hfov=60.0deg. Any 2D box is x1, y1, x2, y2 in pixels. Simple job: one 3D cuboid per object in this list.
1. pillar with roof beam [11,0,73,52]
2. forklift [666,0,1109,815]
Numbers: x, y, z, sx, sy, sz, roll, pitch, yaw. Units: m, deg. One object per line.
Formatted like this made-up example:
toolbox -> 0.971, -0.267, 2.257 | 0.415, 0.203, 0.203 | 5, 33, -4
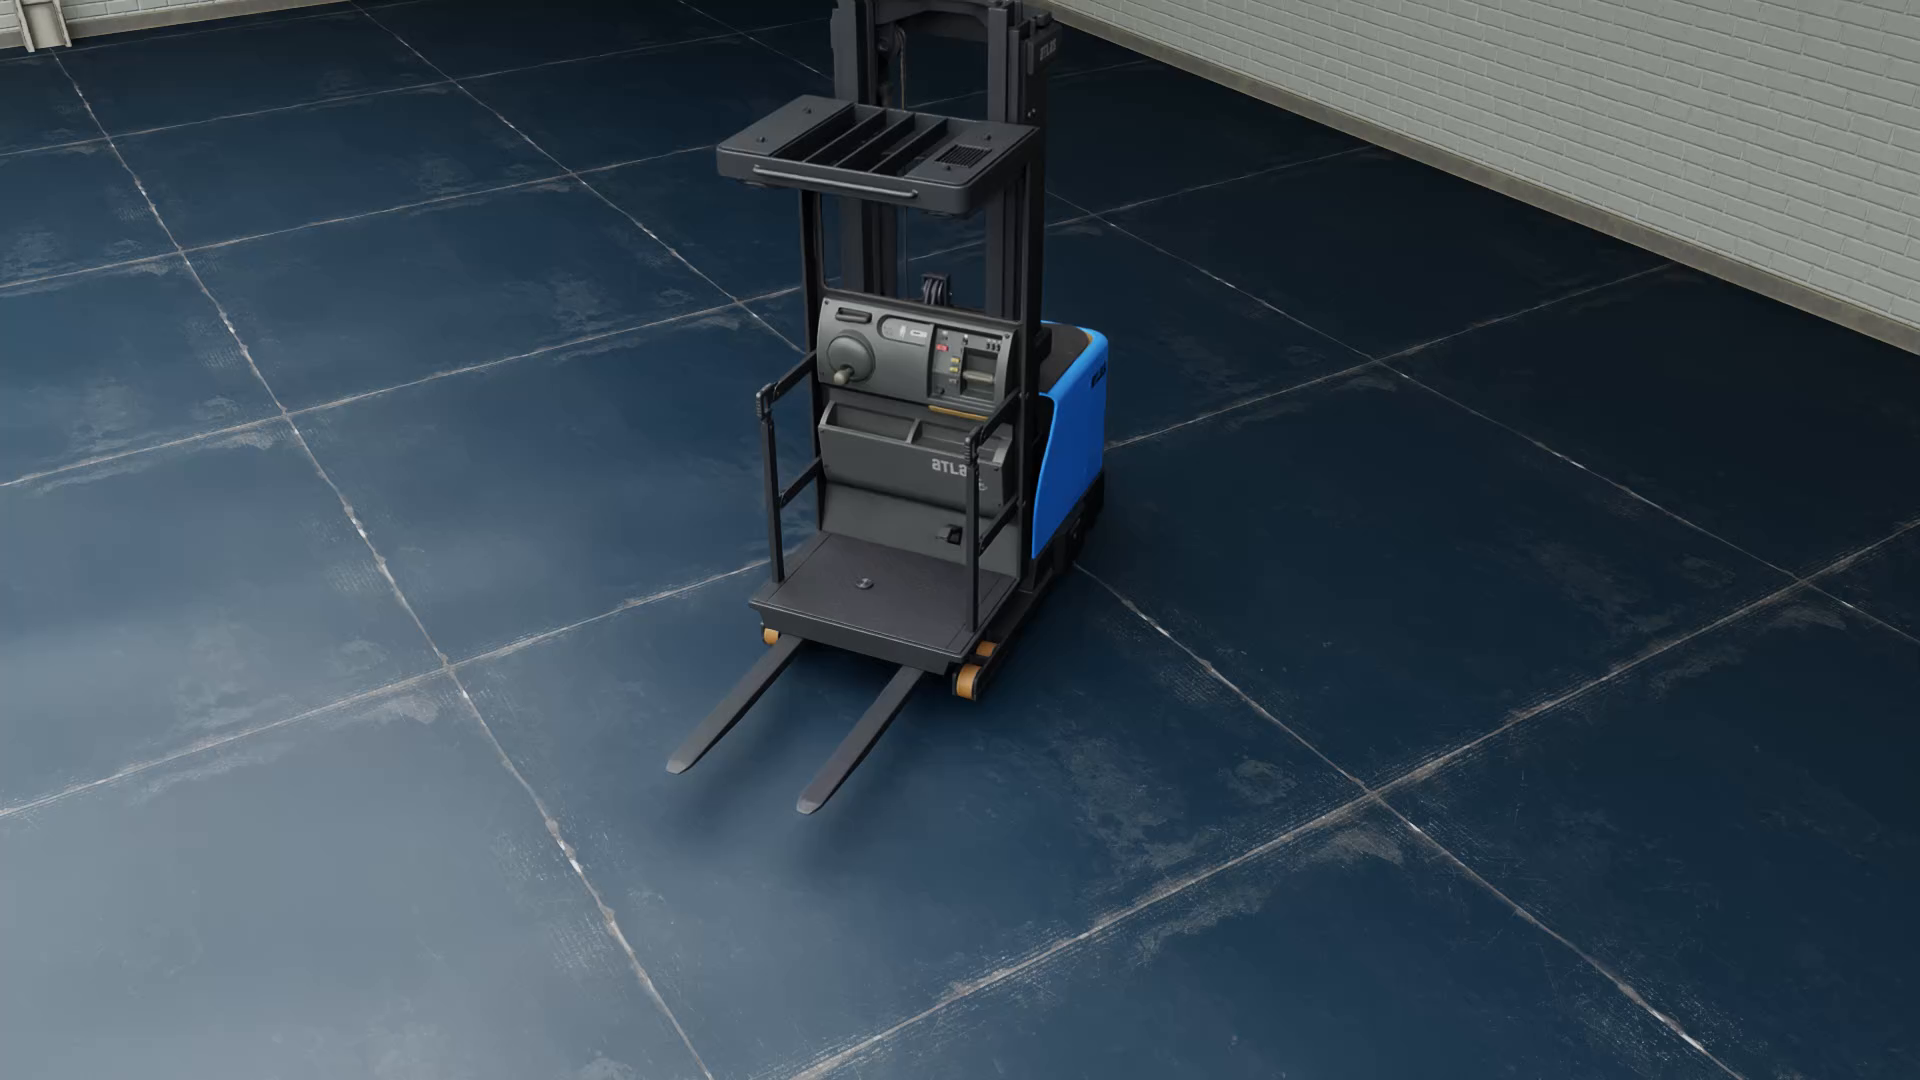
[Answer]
pillar with roof beam -> -6.745, -6.801, 11.097 | 0.400, 9.000, 9.100 | -19, 37, -27
forklift -> -0.292, -0.771, 7.226 | 1.130, 2.935, 3.031 | 13, 35, 20
